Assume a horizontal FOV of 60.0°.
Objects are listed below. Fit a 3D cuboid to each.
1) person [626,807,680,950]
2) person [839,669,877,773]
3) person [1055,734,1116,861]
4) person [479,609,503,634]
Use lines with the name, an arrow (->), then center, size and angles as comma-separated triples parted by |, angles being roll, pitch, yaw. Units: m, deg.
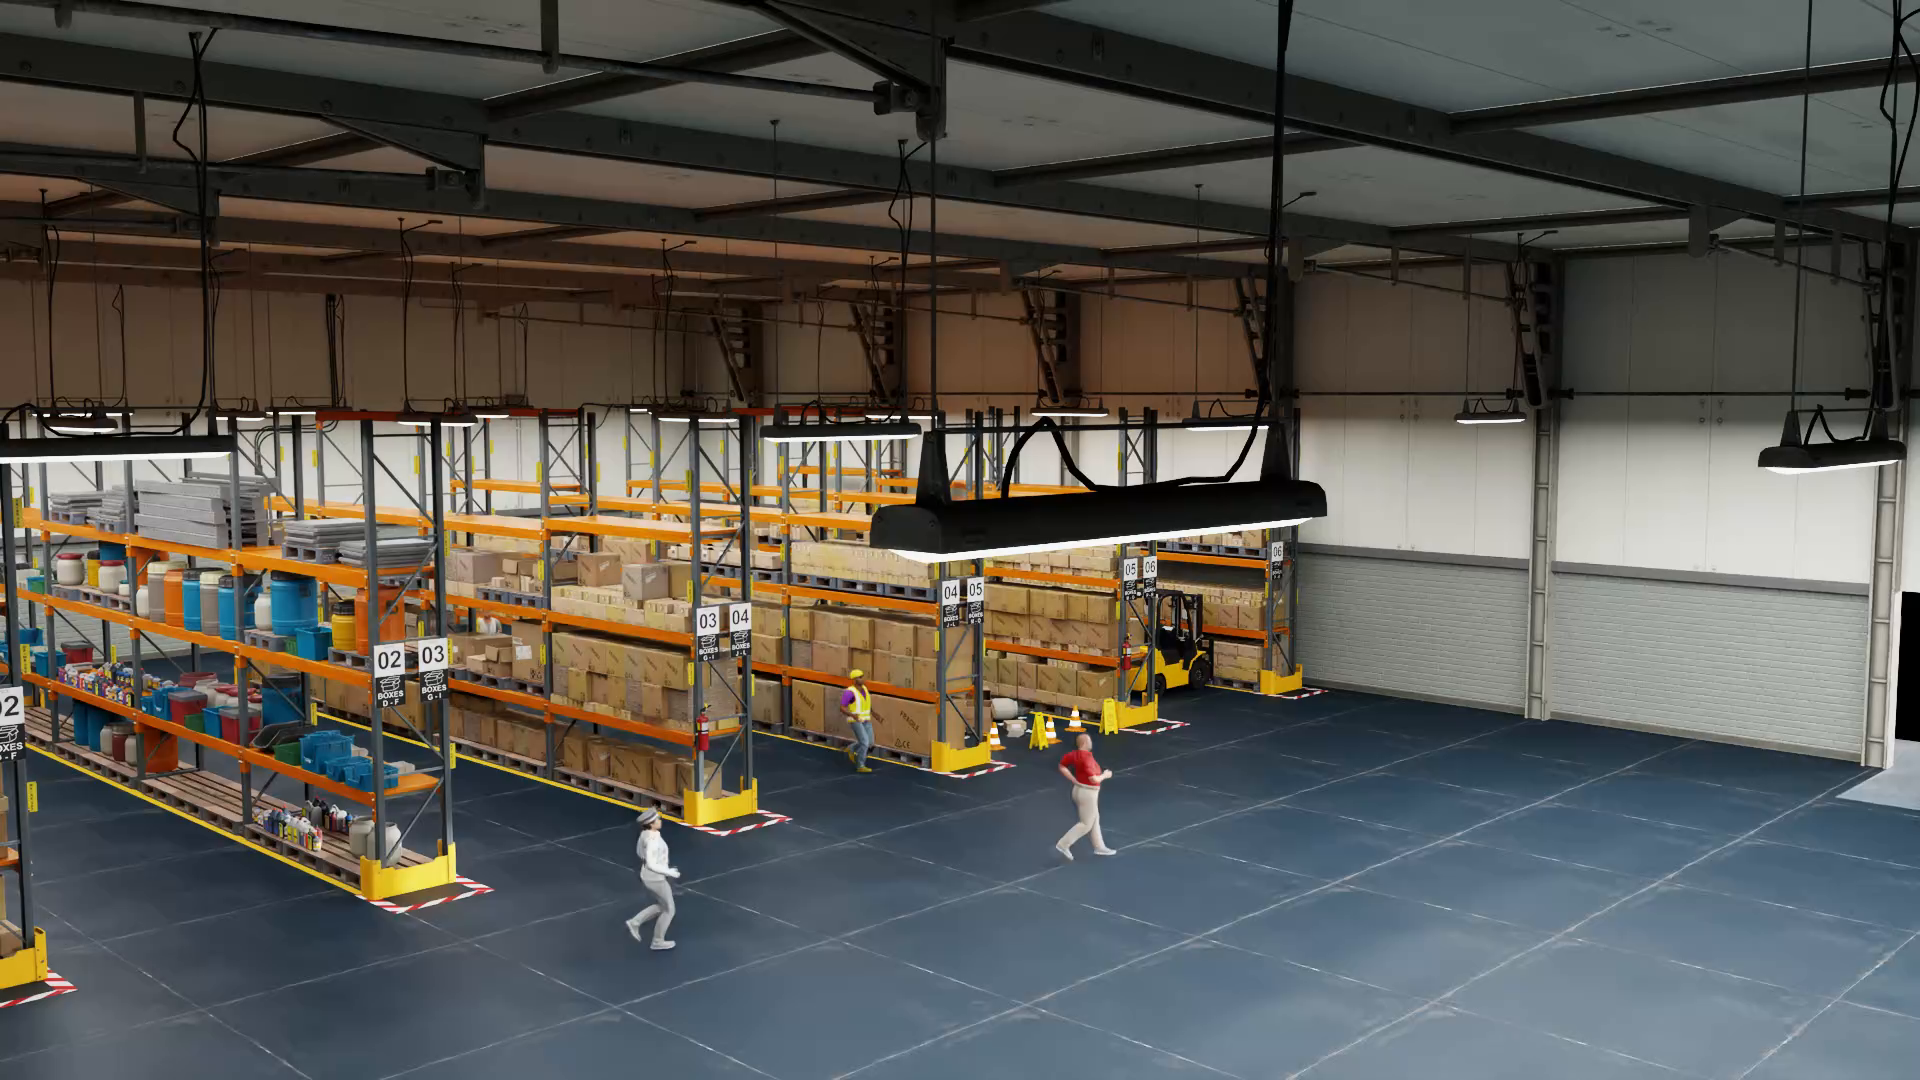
person -> -3.489, 3.843, 18.853 | 0.579, 1.634, 0.613 | -2, 5, -21
person -> -1.720, 3.013, 27.793 | 0.625, 1.719, 0.700 | 4, 6, 35
person -> 1.696, 3.453, 22.407 | 0.966, 1.707, 0.670 | -2, 5, -21
person -> -10.073, 2.288, 35.523 | 0.629, 1.815, 0.916 | -4, 7, -39
